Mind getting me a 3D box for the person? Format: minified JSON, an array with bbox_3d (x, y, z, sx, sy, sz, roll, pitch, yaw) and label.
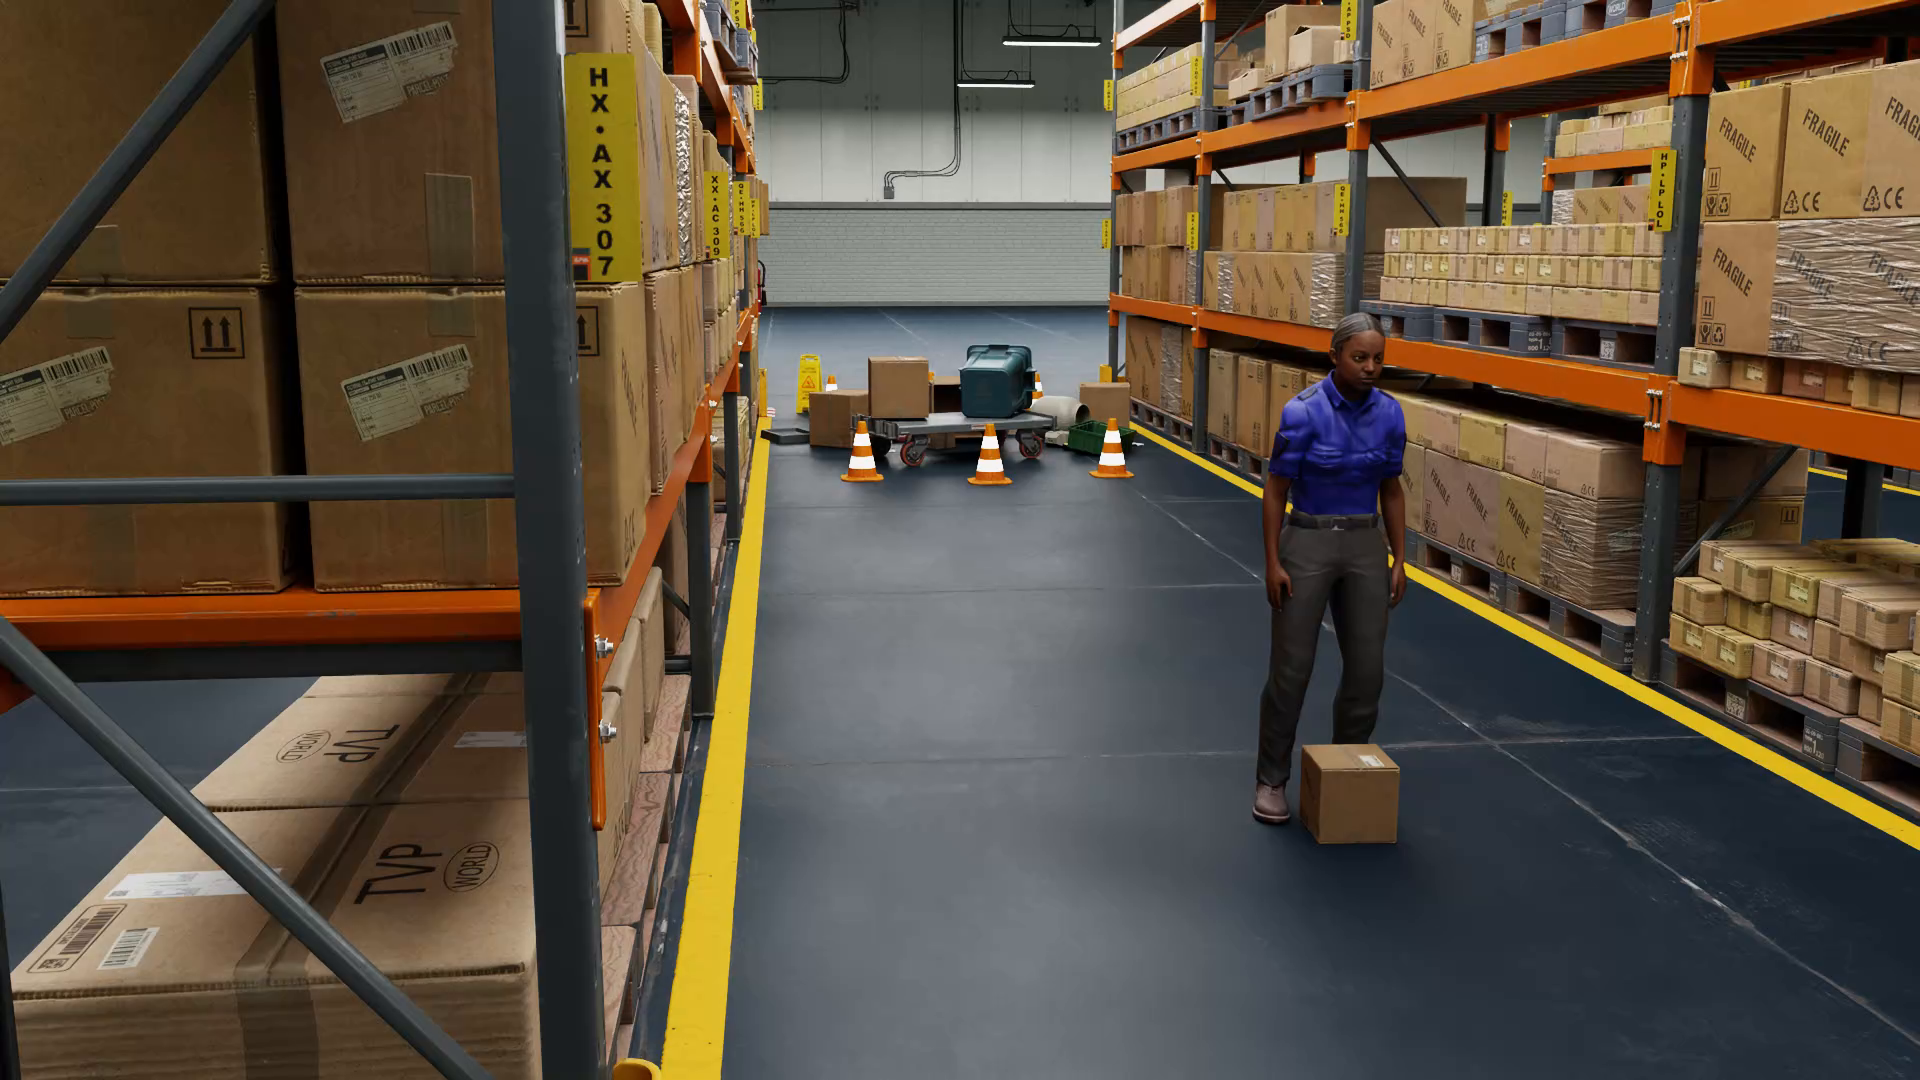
[{"bbox_3d":[1.218,0.083,5.457,0.530,1.653,0.352,-2,10,-10],"label":"person"}]
